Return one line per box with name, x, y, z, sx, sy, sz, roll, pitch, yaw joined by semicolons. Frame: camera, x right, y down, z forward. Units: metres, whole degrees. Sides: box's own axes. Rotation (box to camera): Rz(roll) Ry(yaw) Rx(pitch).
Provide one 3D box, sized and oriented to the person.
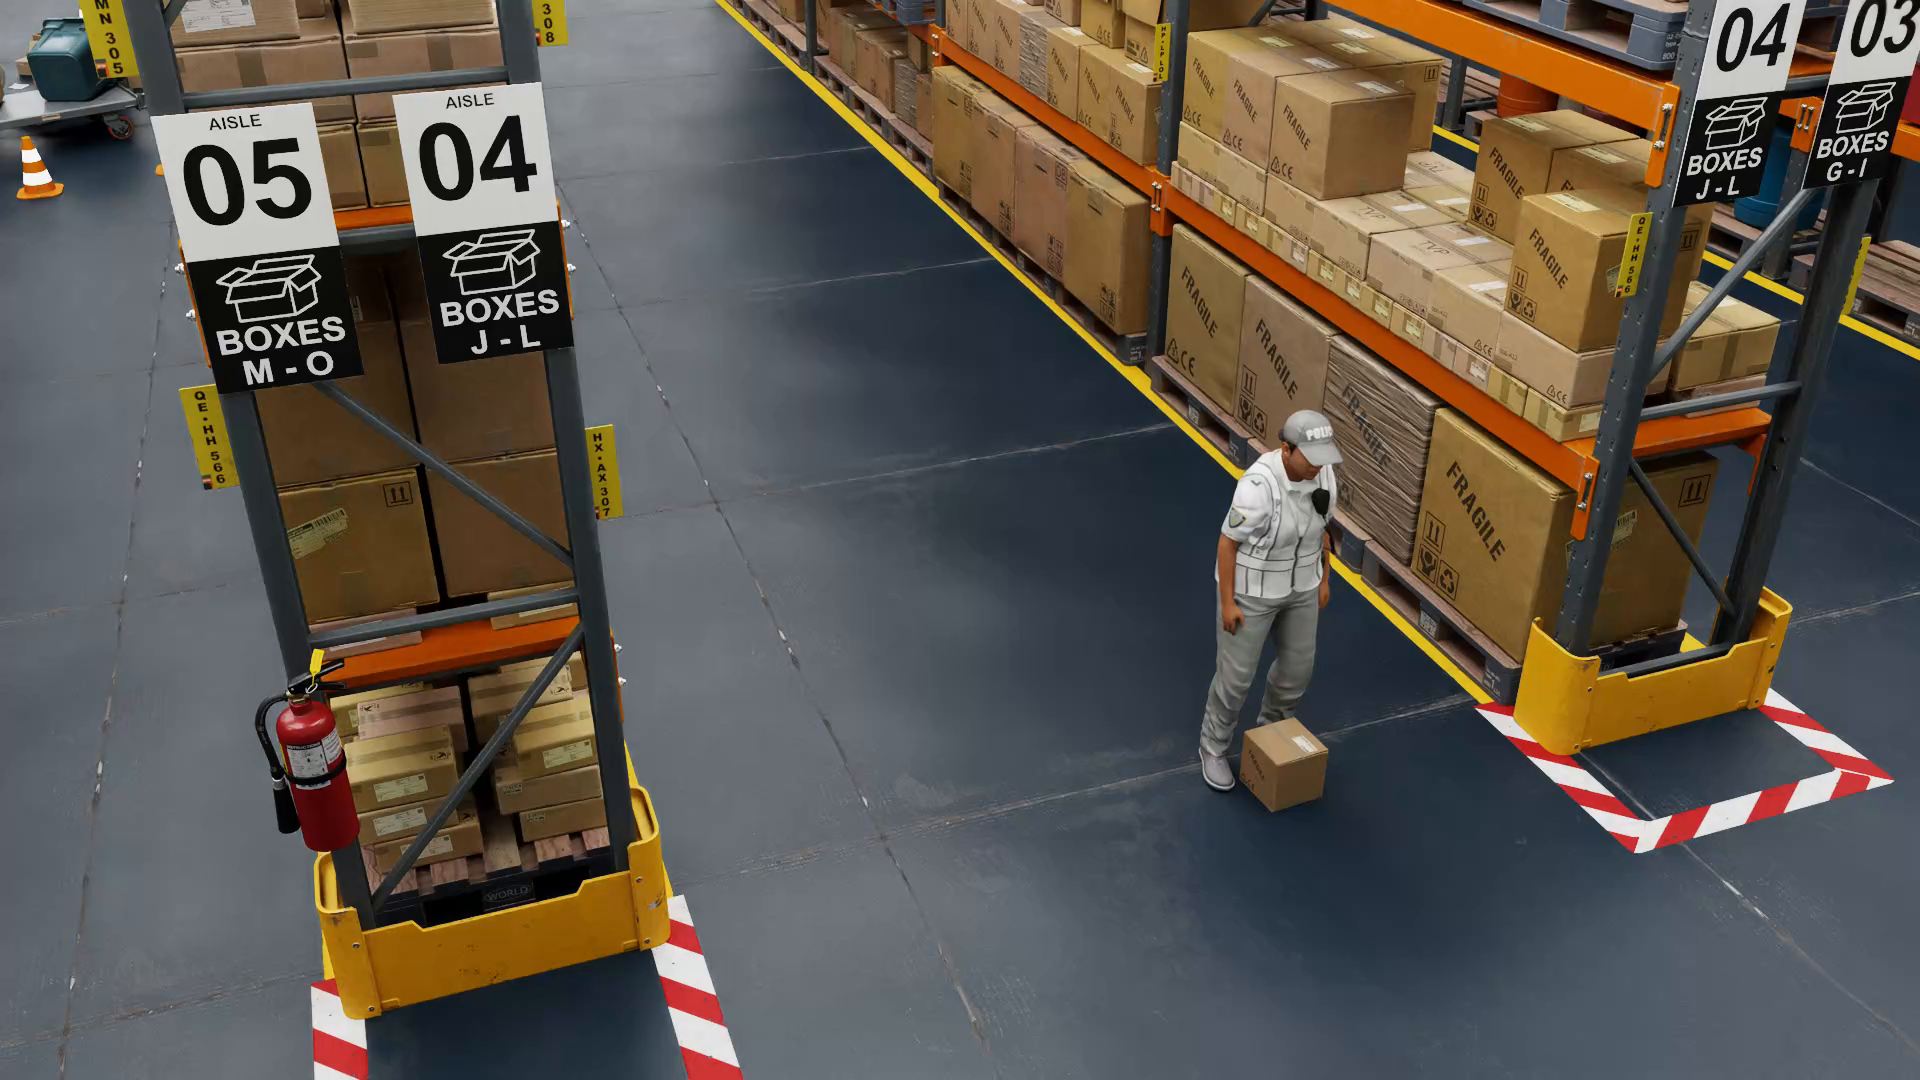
person;1.268;0.220;6.742;0.563;1.665;0.470;-13;32;-21
